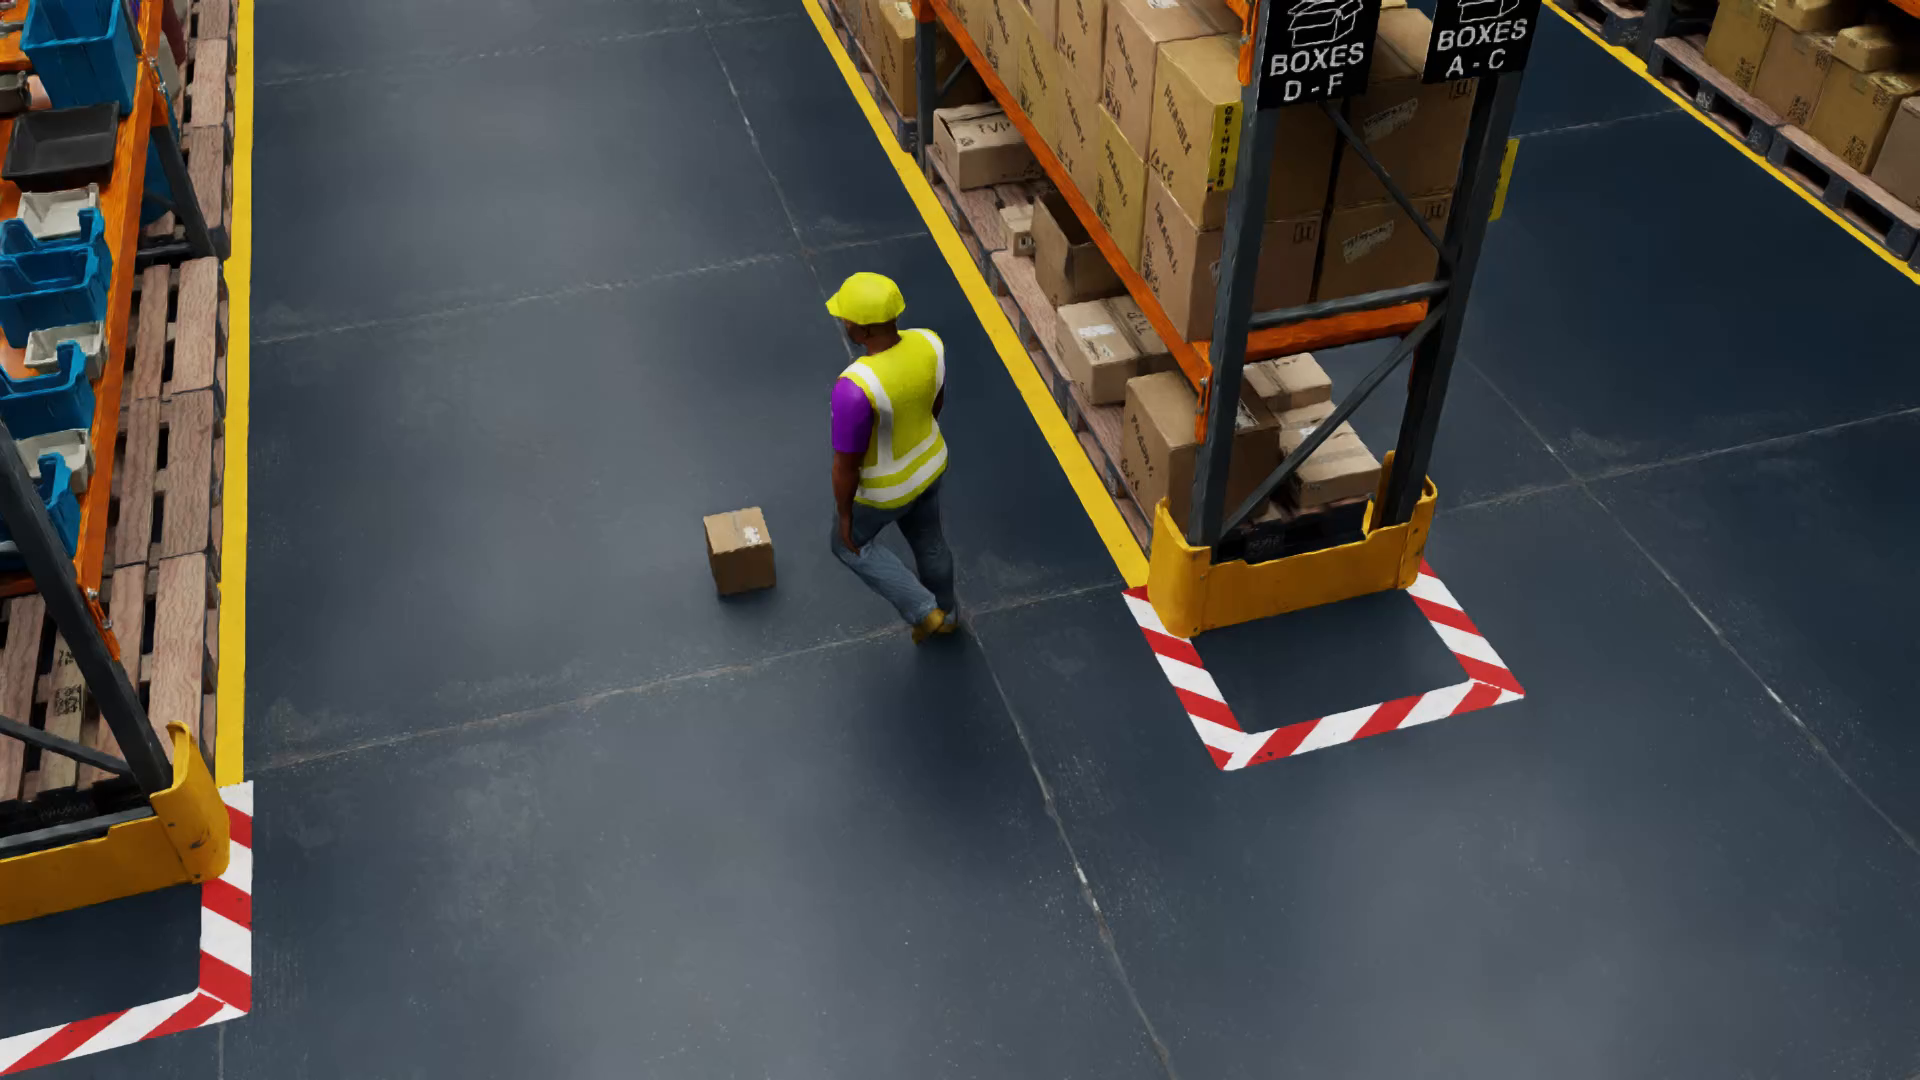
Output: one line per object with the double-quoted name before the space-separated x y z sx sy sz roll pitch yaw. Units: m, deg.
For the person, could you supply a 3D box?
"person" -0.237 -0.258 6.405 0.494 1.752 0.726 28 49 28
